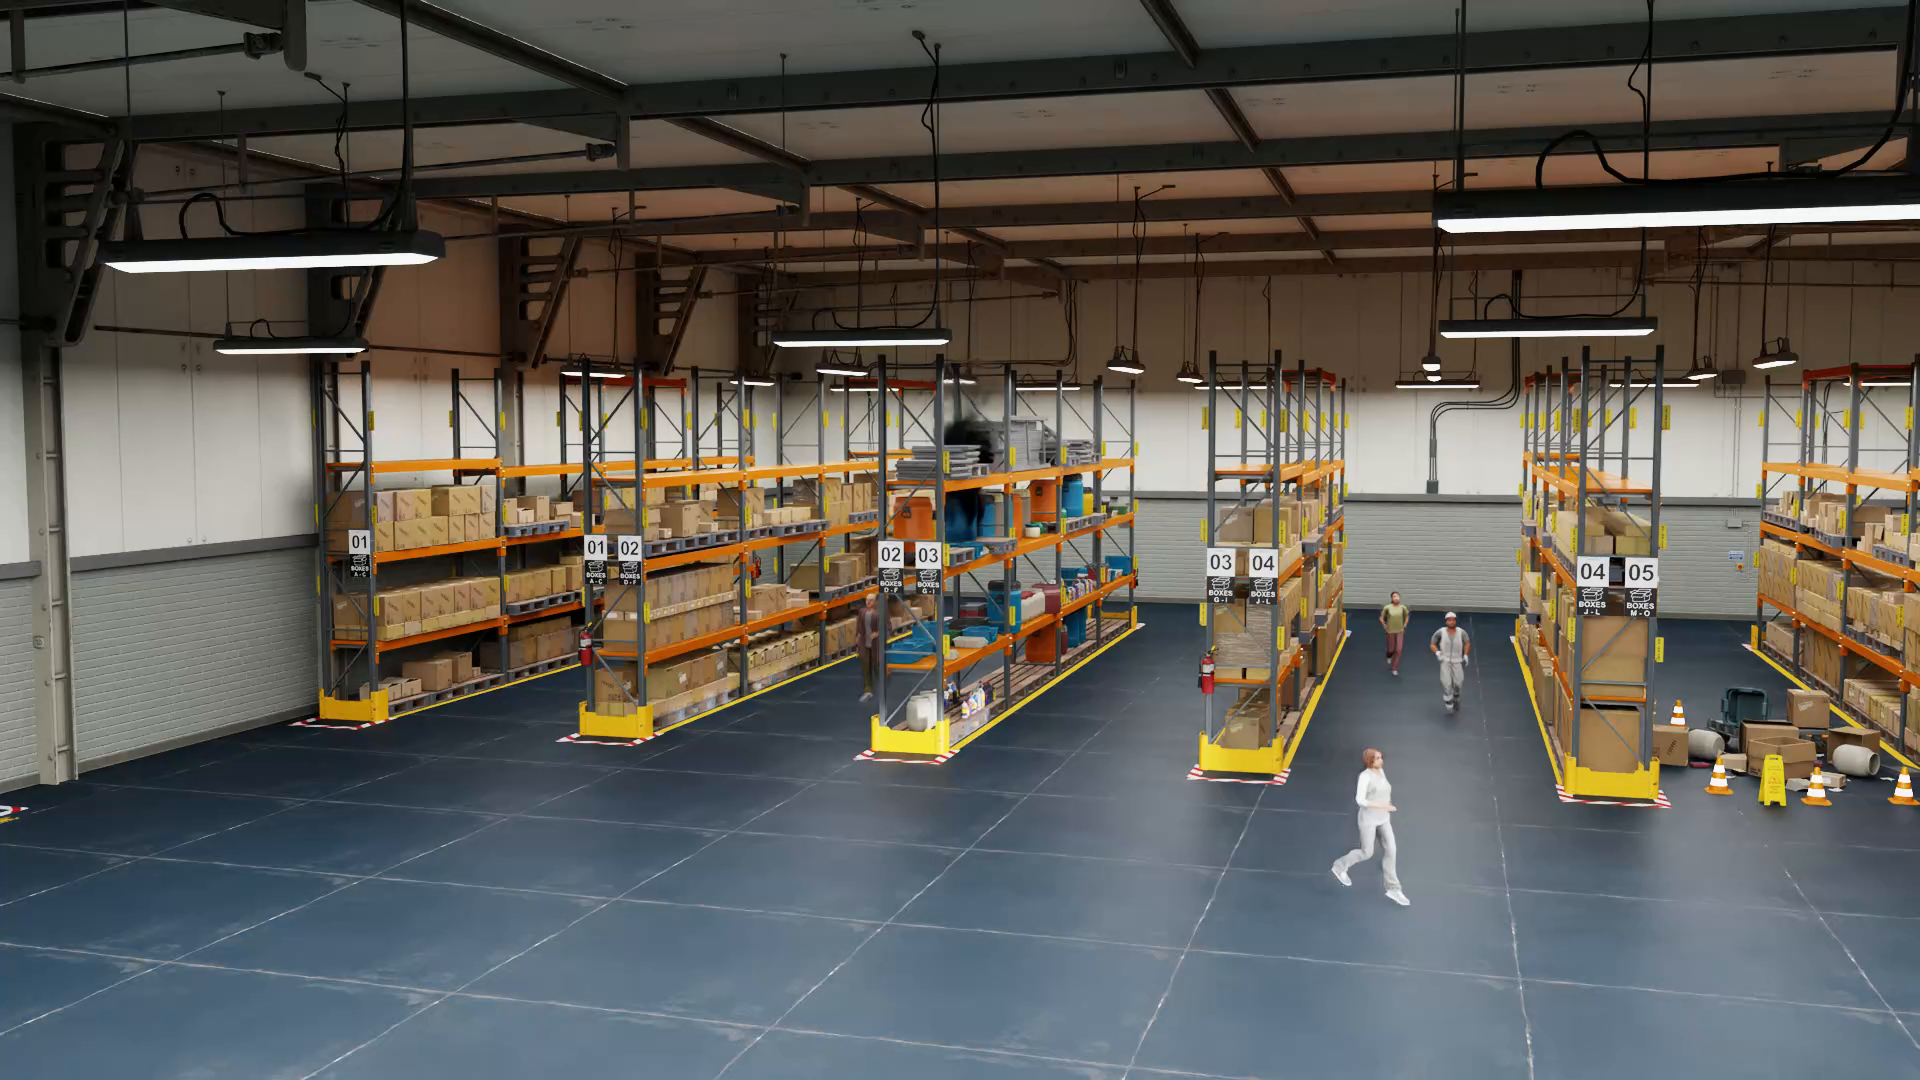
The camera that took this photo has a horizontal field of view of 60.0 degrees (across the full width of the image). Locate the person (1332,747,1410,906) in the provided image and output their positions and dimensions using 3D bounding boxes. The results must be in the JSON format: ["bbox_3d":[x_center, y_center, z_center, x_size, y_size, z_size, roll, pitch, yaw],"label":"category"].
[{"bbox_3d":[4.314,2.958,17.411,0.552,1.600,0.894,-4,5,-42],"label":"person"}]

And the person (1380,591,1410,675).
[{"bbox_3d":[8.645,1.834,33.052,0.586,1.640,0.714,0,4,7],"label":"person"}]

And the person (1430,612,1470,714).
[{"bbox_3d":[8.356,2.100,28.342,0.661,1.746,0.572,1,4,13],"label":"person"}]

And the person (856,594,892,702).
[{"bbox_3d":[-1.490,1.817,28.266,0.716,1.823,0.869,1,4,19],"label":"person"}]
